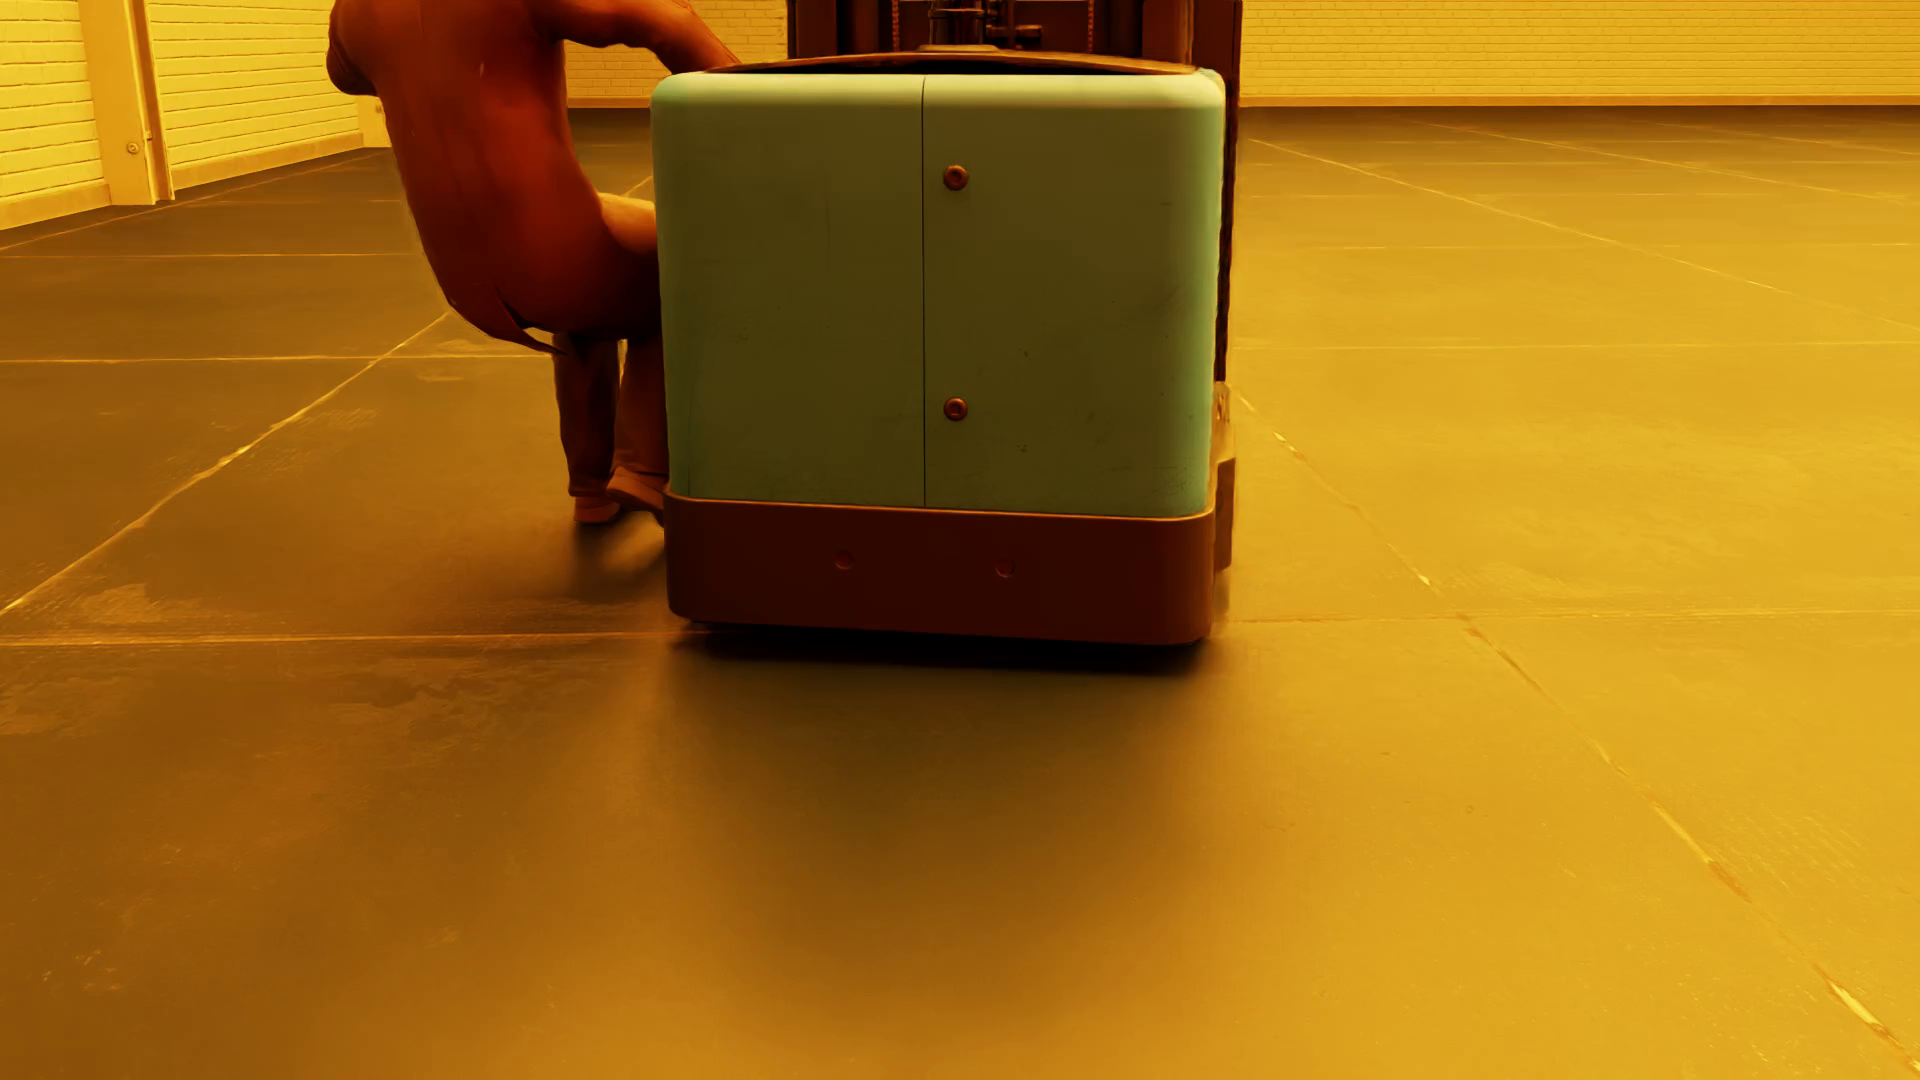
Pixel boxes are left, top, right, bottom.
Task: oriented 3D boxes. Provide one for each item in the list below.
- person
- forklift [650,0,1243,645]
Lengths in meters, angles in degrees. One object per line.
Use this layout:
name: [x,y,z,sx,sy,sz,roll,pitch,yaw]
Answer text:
person: [-0.856,-0.735,3.723,1.037,1.537,0.913,4,18,13]
forklift: [0.164,-1.596,4.125,1.130,2.935,3.031,3,17,8]
